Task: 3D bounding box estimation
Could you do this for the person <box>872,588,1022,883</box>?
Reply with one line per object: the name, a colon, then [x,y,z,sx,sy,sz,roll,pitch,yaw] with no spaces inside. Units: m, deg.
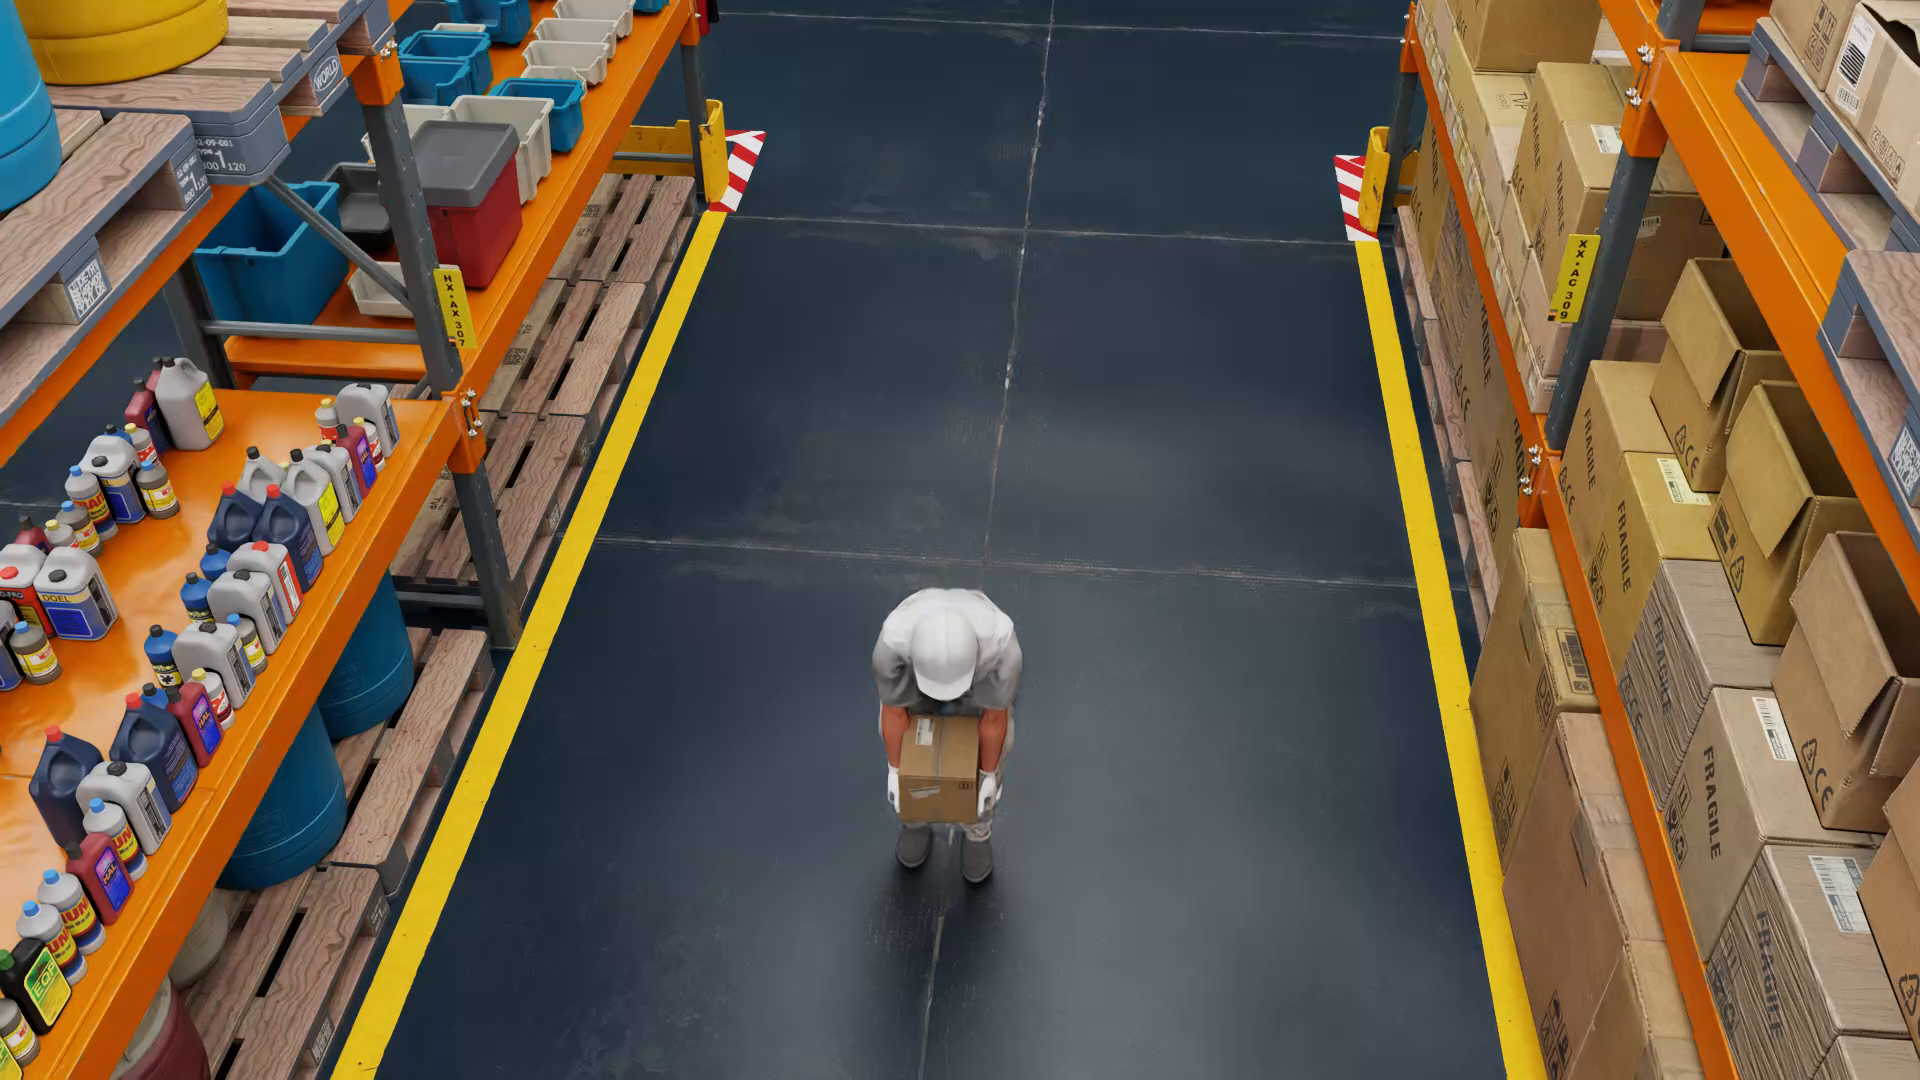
person: [-0.046,0.639,5.569,0.492,1.528,0.822,2,40,3]
